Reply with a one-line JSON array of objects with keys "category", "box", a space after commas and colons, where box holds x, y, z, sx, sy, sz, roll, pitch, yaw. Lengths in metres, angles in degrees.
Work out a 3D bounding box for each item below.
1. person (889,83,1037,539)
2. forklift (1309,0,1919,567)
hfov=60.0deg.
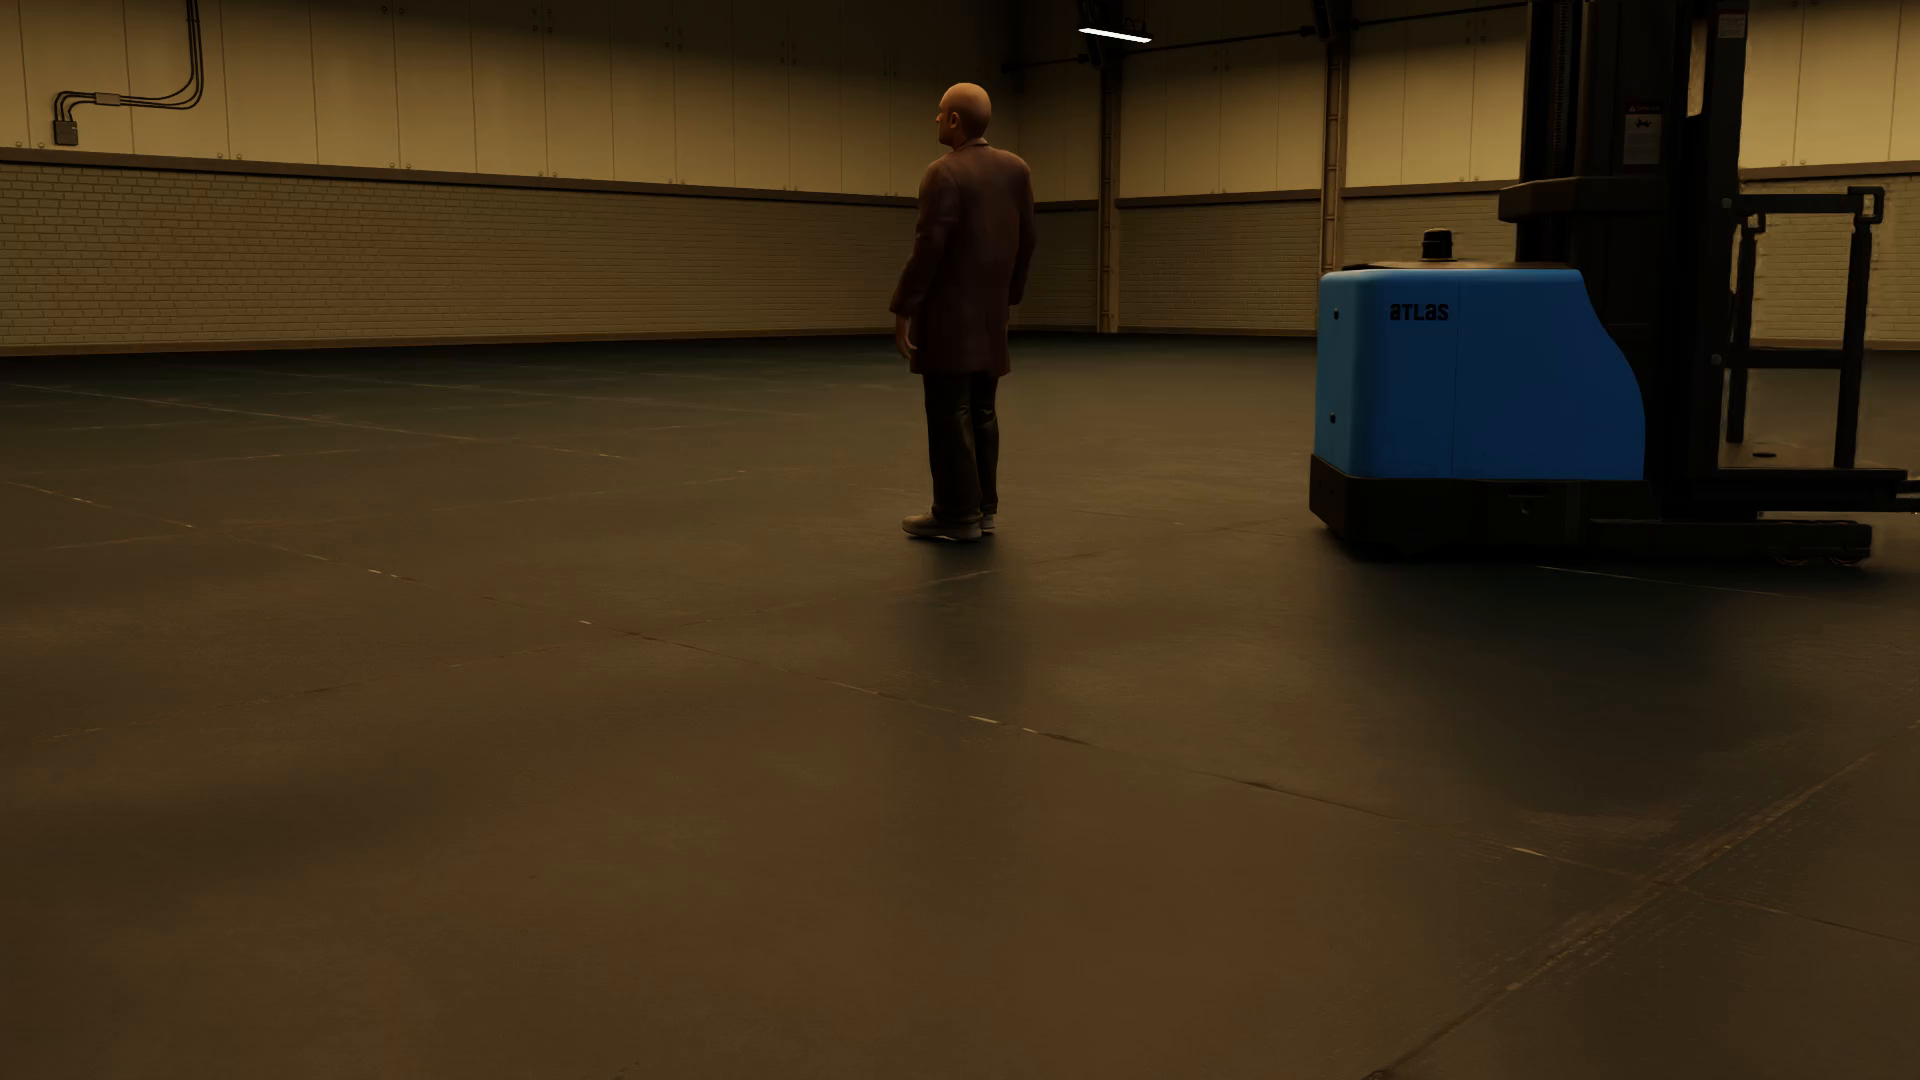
[{"category": "person", "box": [-0.062, -0.896, 6.650, 0.582, 1.775, 0.694, 8, 12, 43]}, {"category": "forklift", "box": [2.980, -1.433, 6.390, 3.031, 2.935, 1.130, 0, 9, 3]}]
